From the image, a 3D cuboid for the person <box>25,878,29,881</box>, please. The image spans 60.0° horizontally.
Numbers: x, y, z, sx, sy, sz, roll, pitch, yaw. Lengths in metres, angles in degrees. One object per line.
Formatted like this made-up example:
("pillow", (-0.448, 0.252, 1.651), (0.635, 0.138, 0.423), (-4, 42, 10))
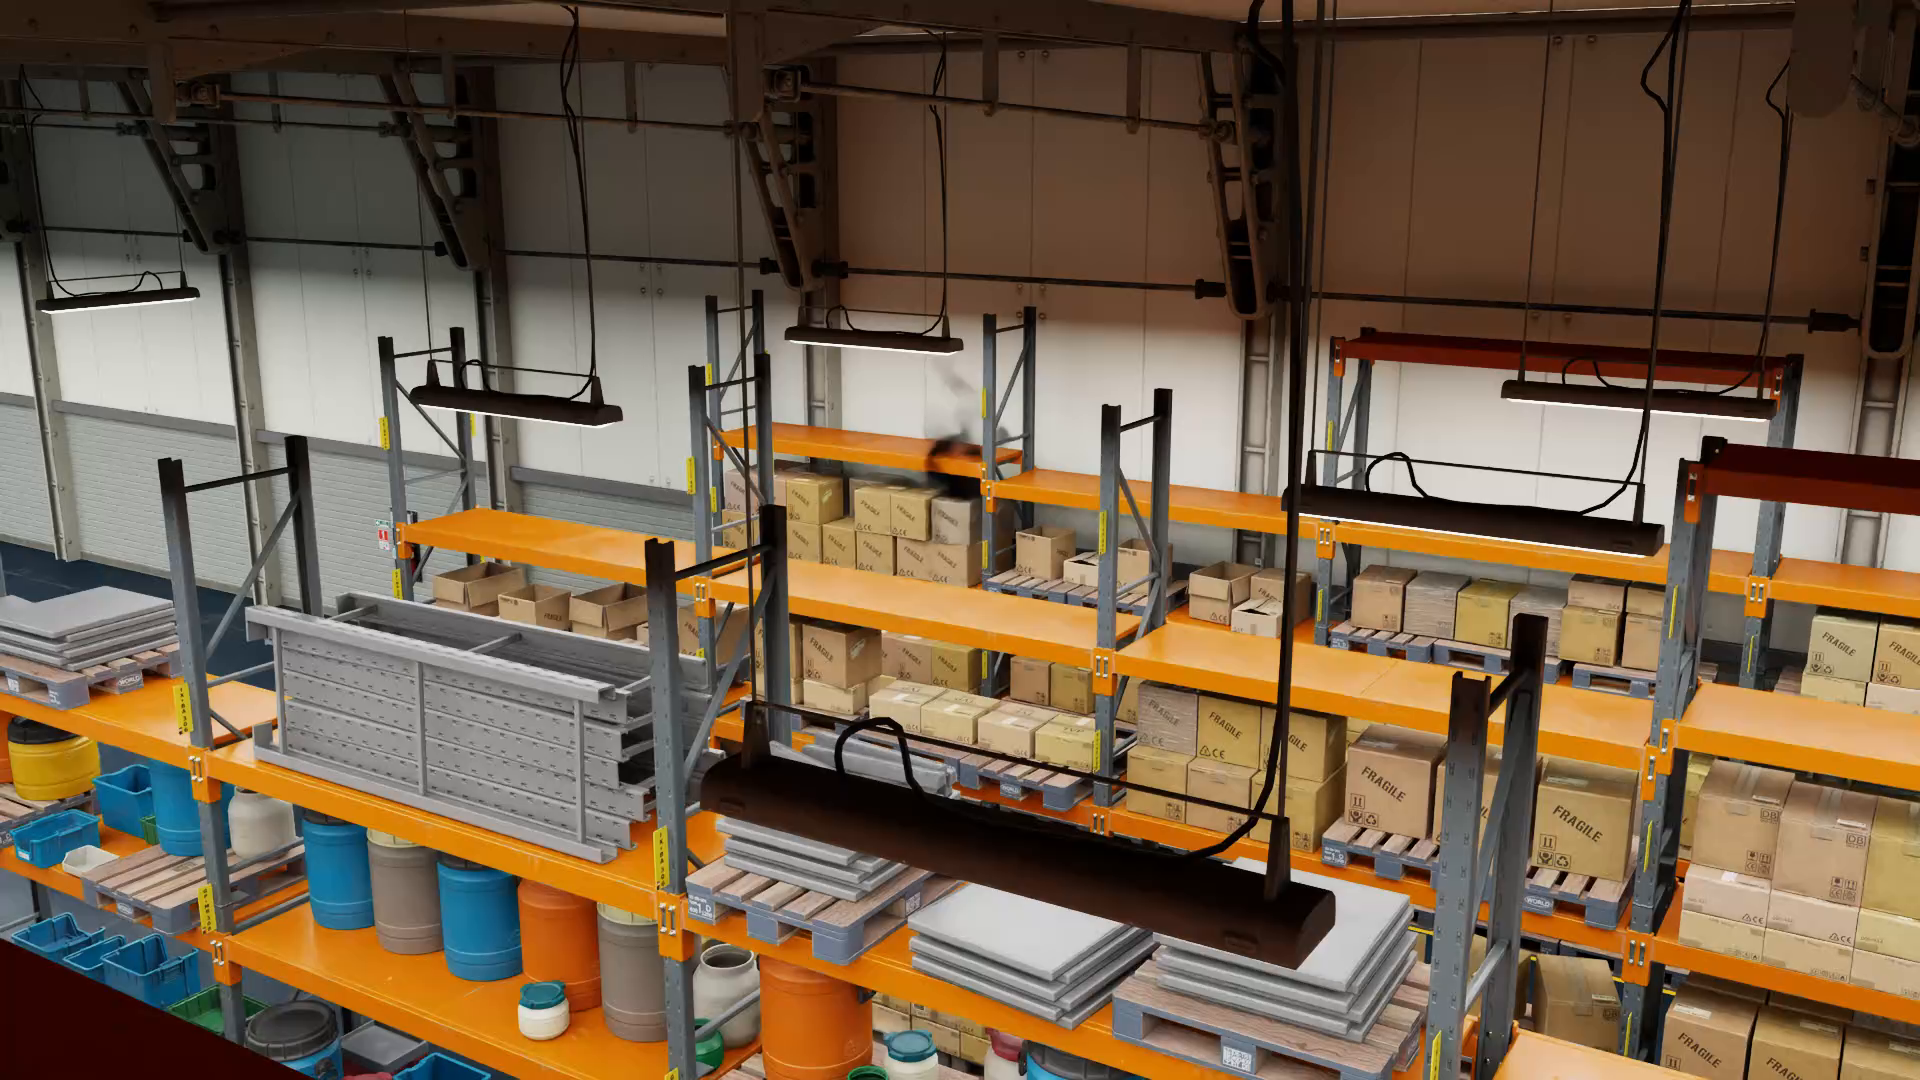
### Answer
("person", (-10.083, 2.923, 18.173), (0.554, 1.601, 0.609), (-11, 17, -37))
